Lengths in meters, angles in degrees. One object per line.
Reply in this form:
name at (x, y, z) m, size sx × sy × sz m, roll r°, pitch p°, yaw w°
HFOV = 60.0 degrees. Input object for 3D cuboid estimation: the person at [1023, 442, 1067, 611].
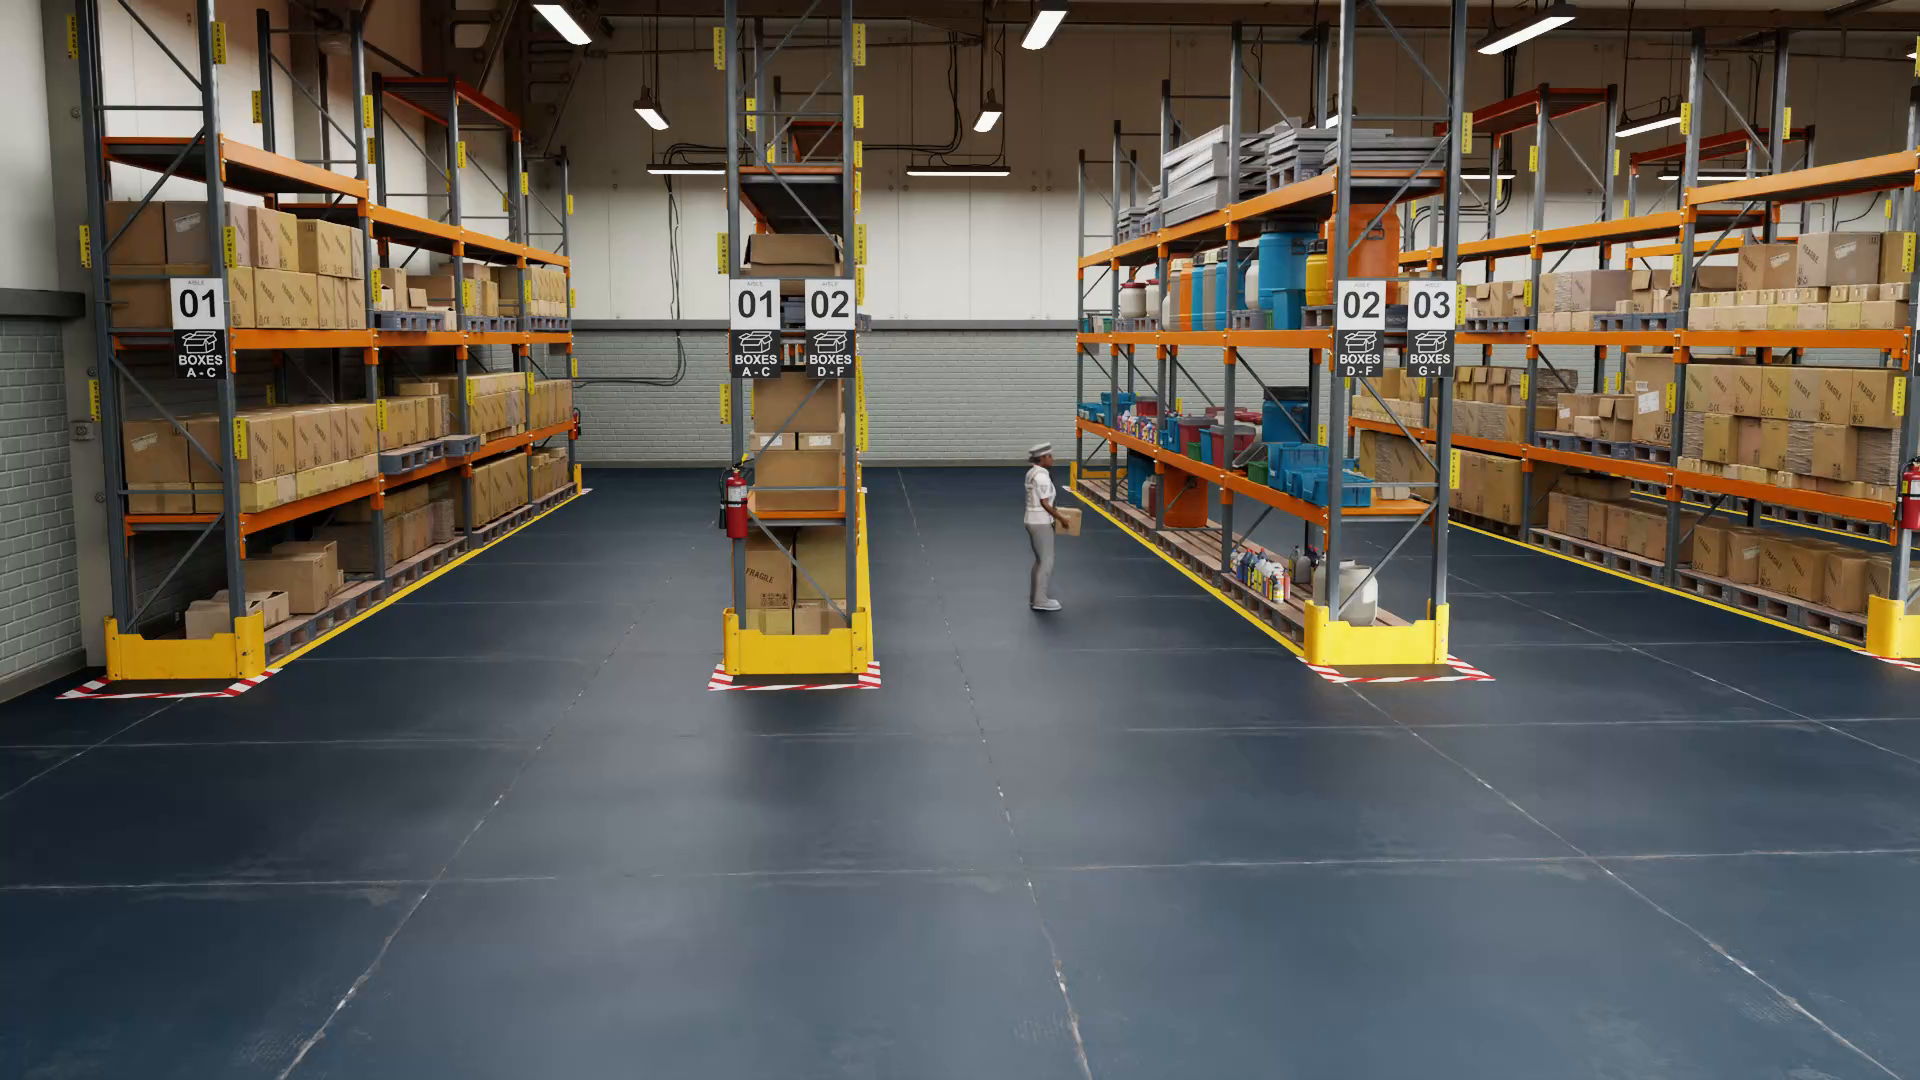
person at (0.862, -0.147, 16.851) m, size 0.429 × 1.684 × 0.479 m, roll -1°, pitch 7°, yaw -5°
